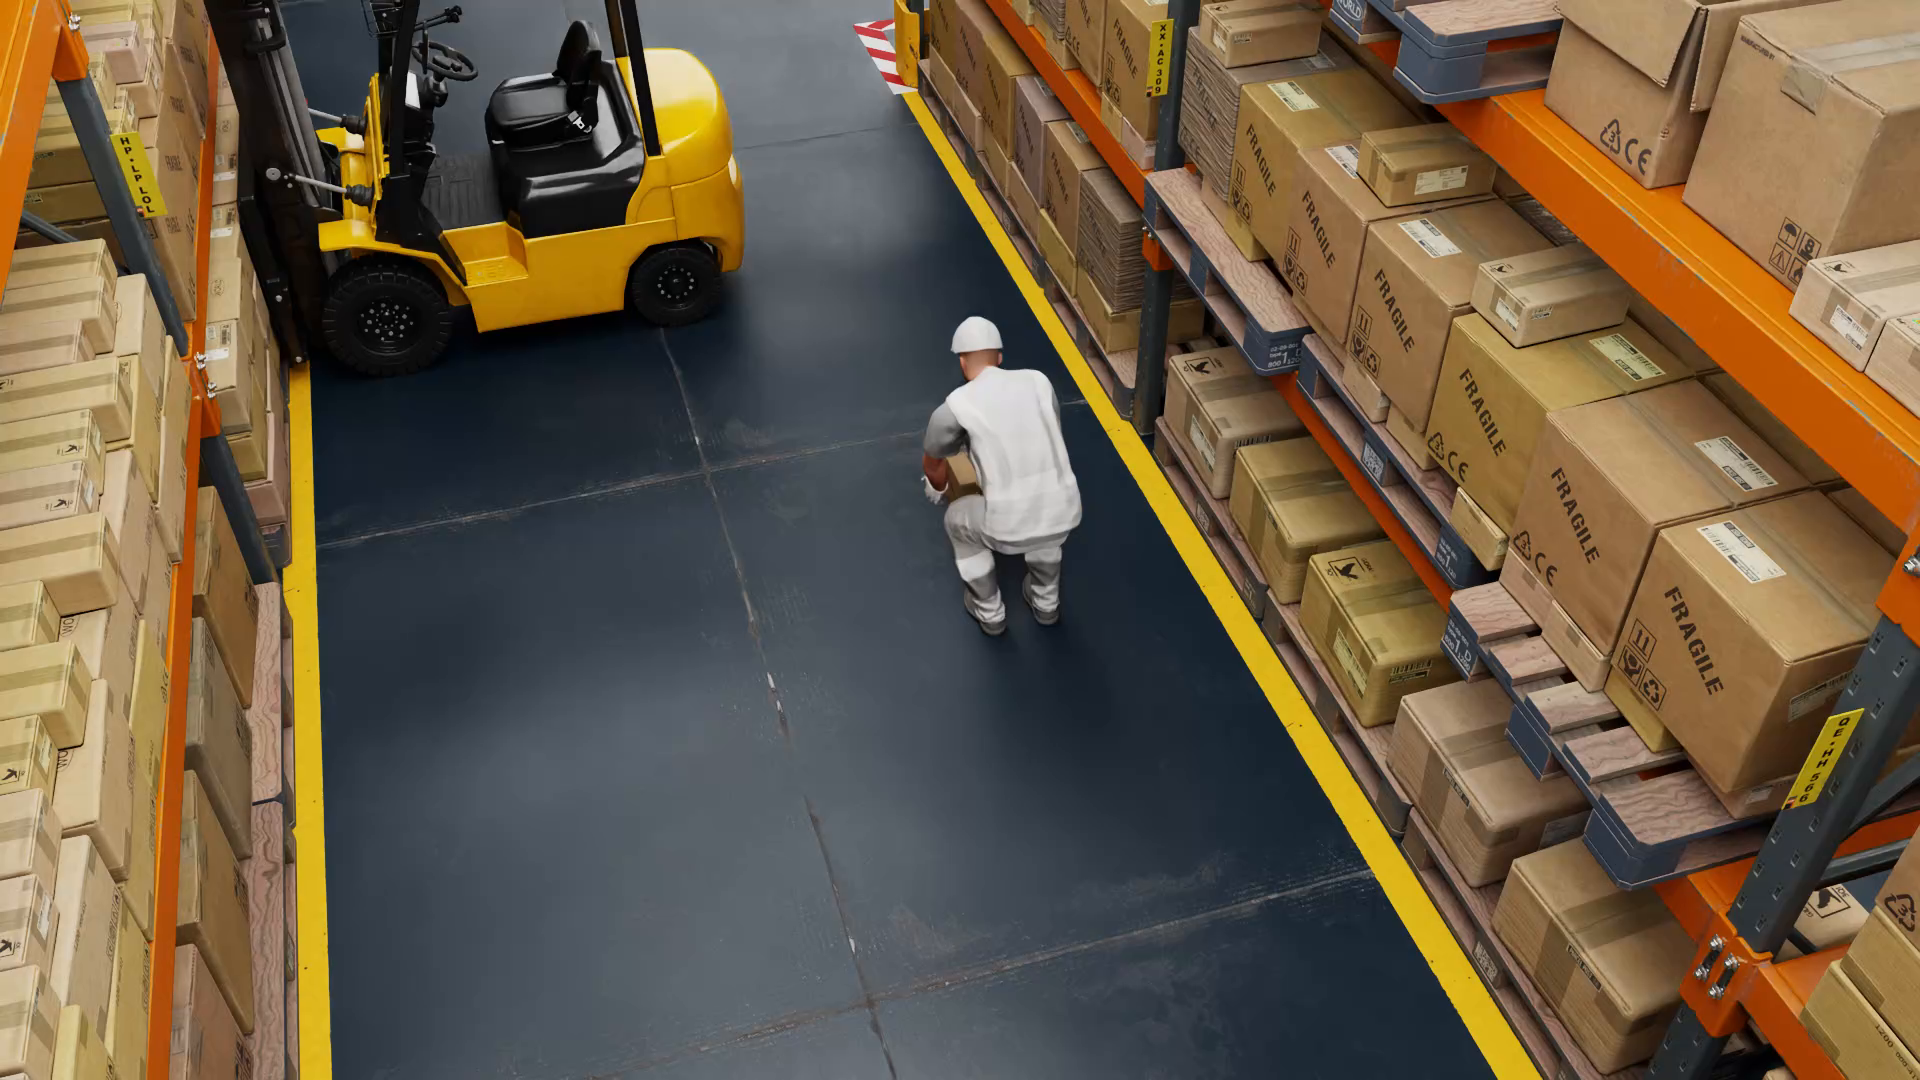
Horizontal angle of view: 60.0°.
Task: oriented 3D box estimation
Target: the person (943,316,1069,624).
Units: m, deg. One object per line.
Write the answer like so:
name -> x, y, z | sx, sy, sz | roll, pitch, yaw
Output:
person -> 6.458, -12.292, 20.256 | 23.309, 1.264, 31.548 | -12, 43, -13
